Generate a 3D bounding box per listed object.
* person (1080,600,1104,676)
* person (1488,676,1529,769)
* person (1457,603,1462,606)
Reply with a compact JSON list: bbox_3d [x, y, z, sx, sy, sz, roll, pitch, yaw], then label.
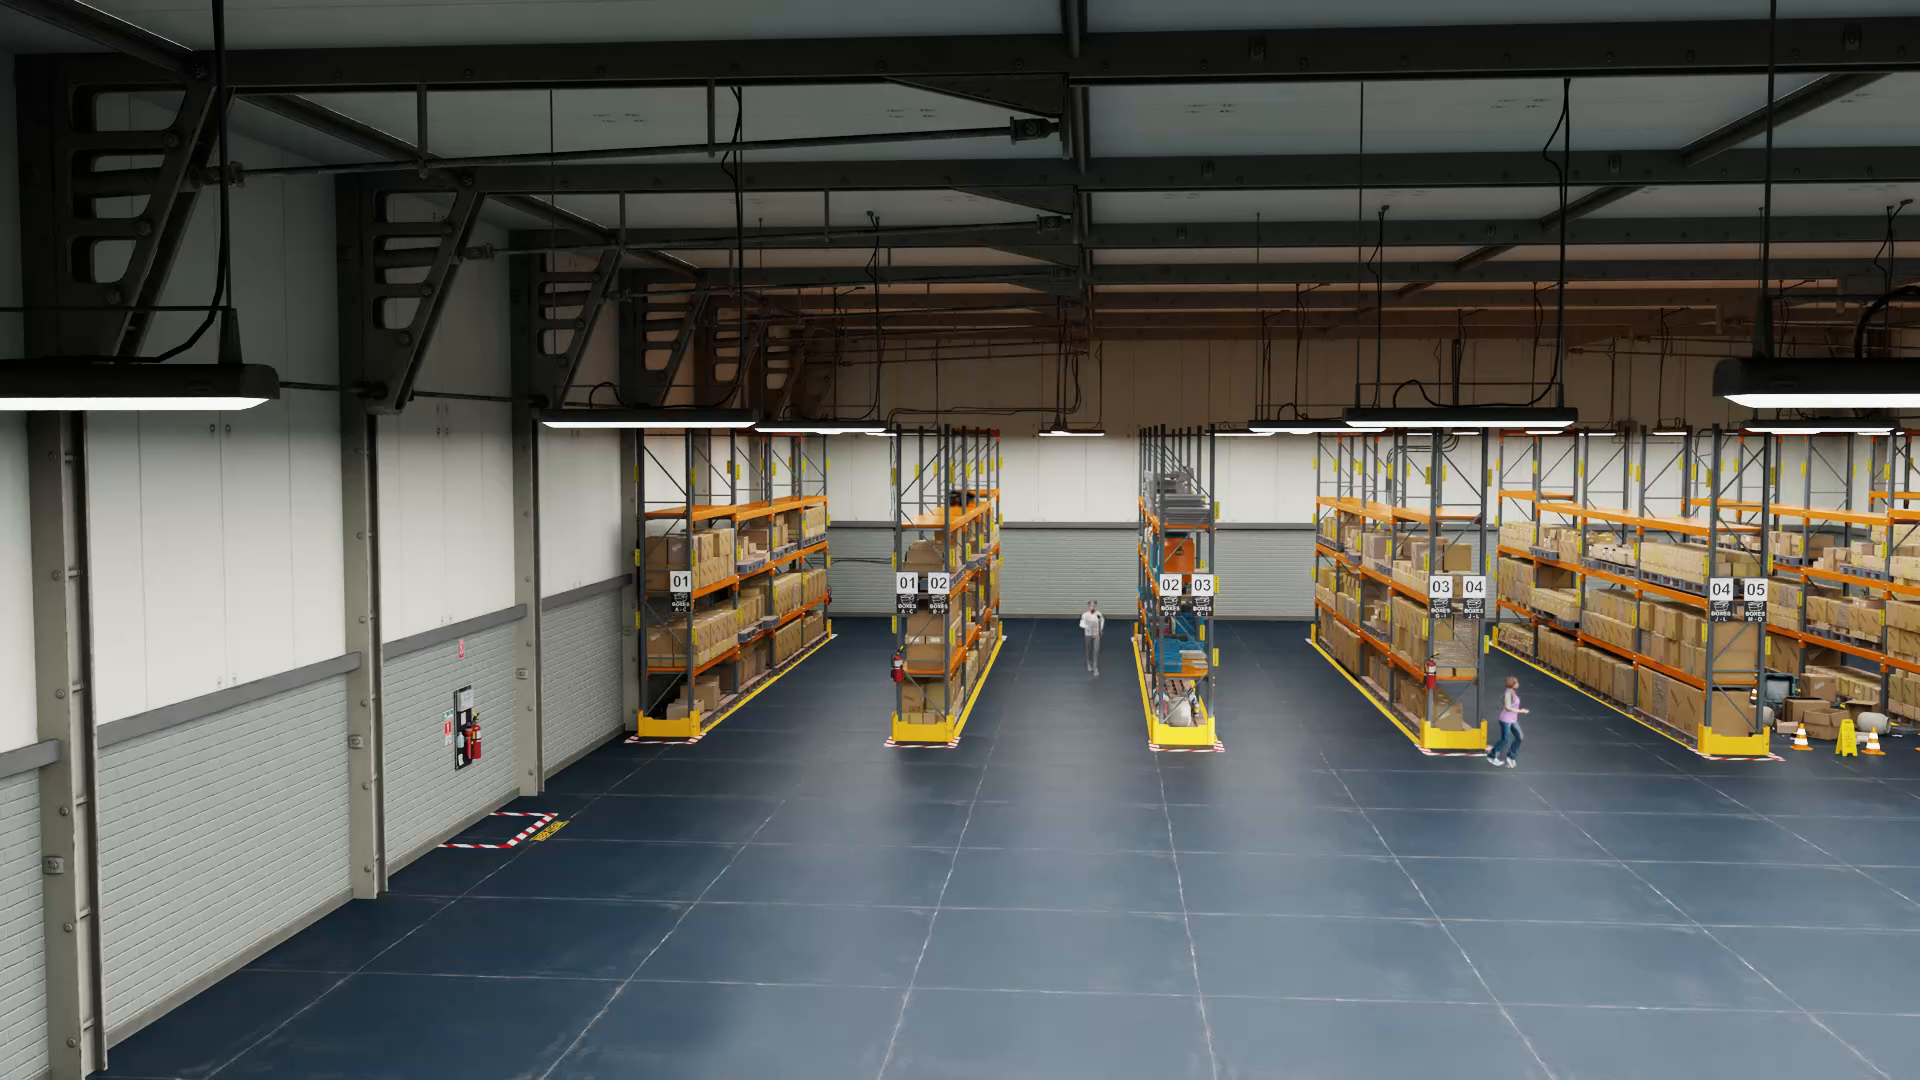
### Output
[{"bbox_3d":[3.069,2.251,38.655,0.562,1.734,0.817,0,3,5],"label":"person"},{"bbox_3d":[9.542,3.186,28.893,0.696,1.658,0.550,2,4,35],"label":"person"},{"bbox_3d":[13.550,2.171,45.700,0.523,1.520,0.768,1,4,15],"label":"person"}]
